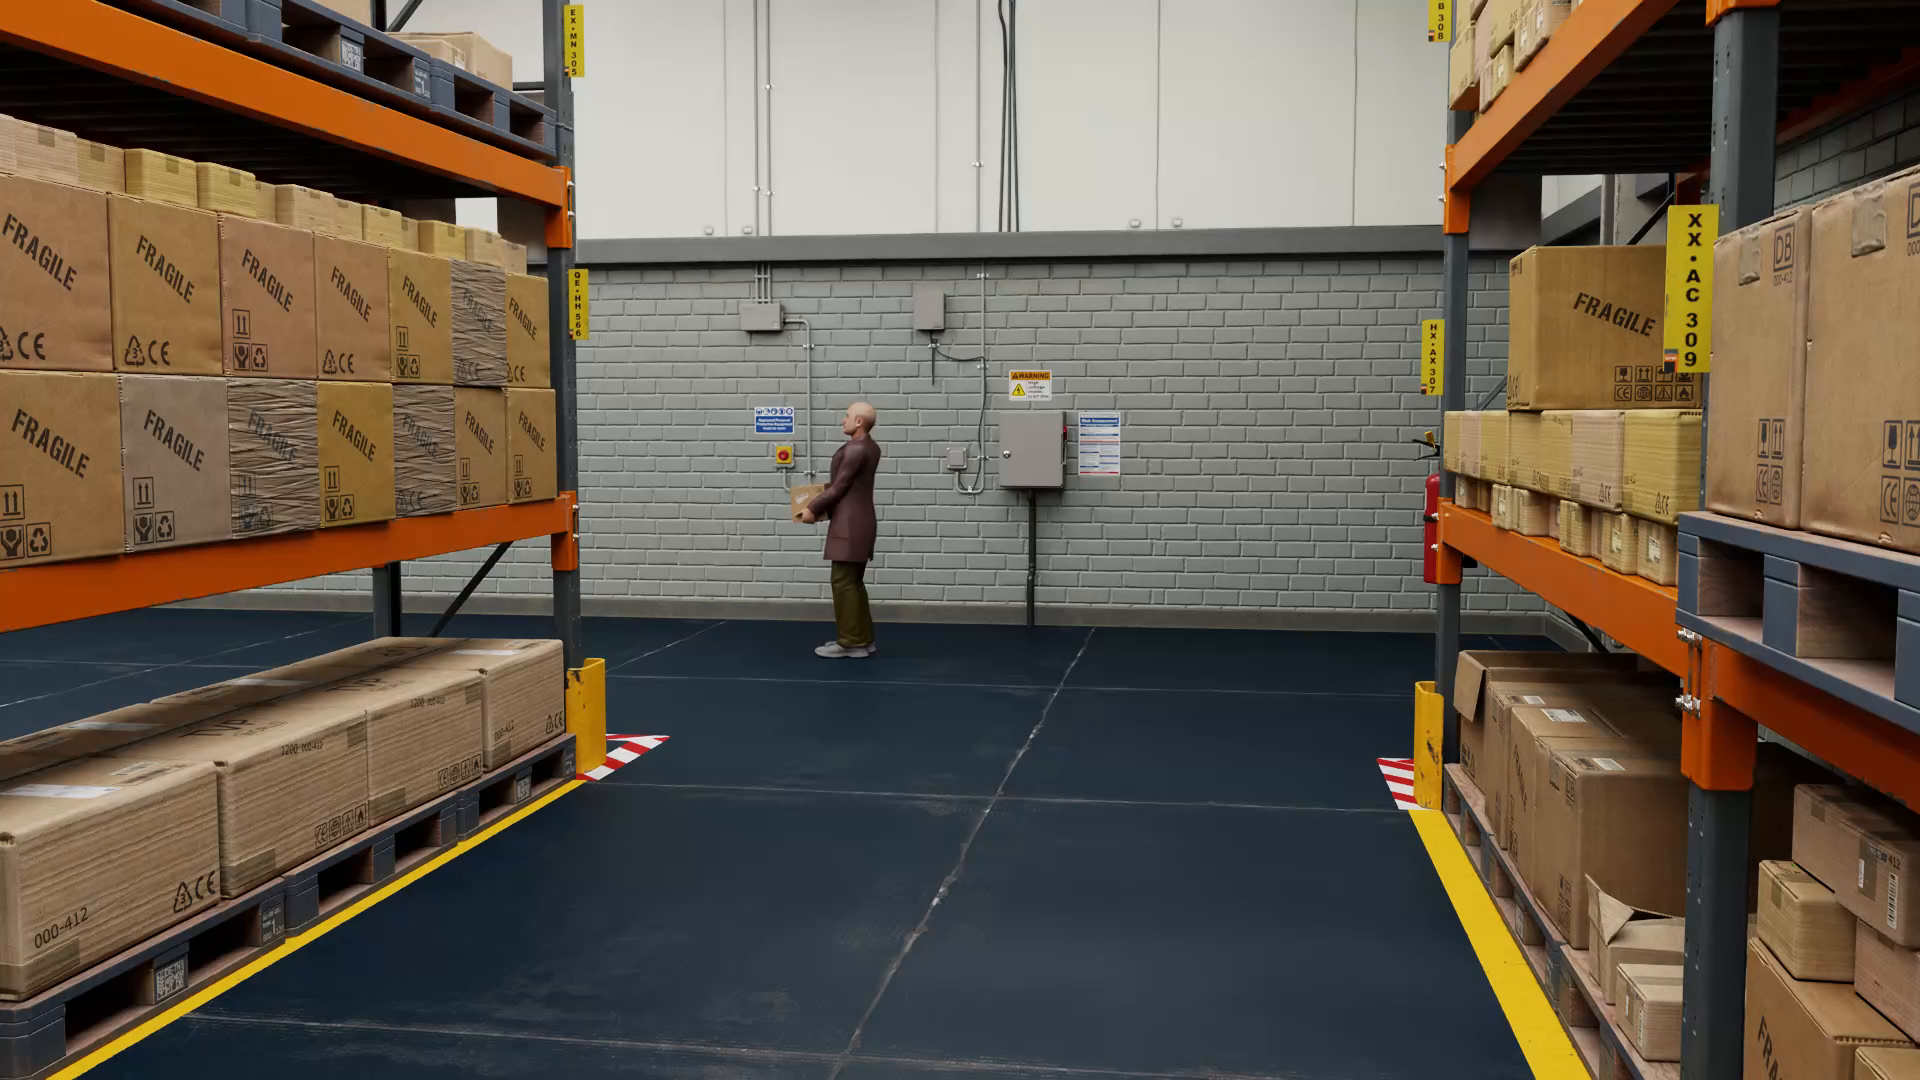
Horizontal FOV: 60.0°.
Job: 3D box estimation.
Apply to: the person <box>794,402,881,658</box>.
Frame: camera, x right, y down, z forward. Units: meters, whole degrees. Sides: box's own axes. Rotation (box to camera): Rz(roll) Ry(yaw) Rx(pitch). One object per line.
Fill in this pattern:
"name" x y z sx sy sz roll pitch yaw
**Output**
"person" -0.854 -0.076 11.608 0.562 1.769 0.530 1 4 9
